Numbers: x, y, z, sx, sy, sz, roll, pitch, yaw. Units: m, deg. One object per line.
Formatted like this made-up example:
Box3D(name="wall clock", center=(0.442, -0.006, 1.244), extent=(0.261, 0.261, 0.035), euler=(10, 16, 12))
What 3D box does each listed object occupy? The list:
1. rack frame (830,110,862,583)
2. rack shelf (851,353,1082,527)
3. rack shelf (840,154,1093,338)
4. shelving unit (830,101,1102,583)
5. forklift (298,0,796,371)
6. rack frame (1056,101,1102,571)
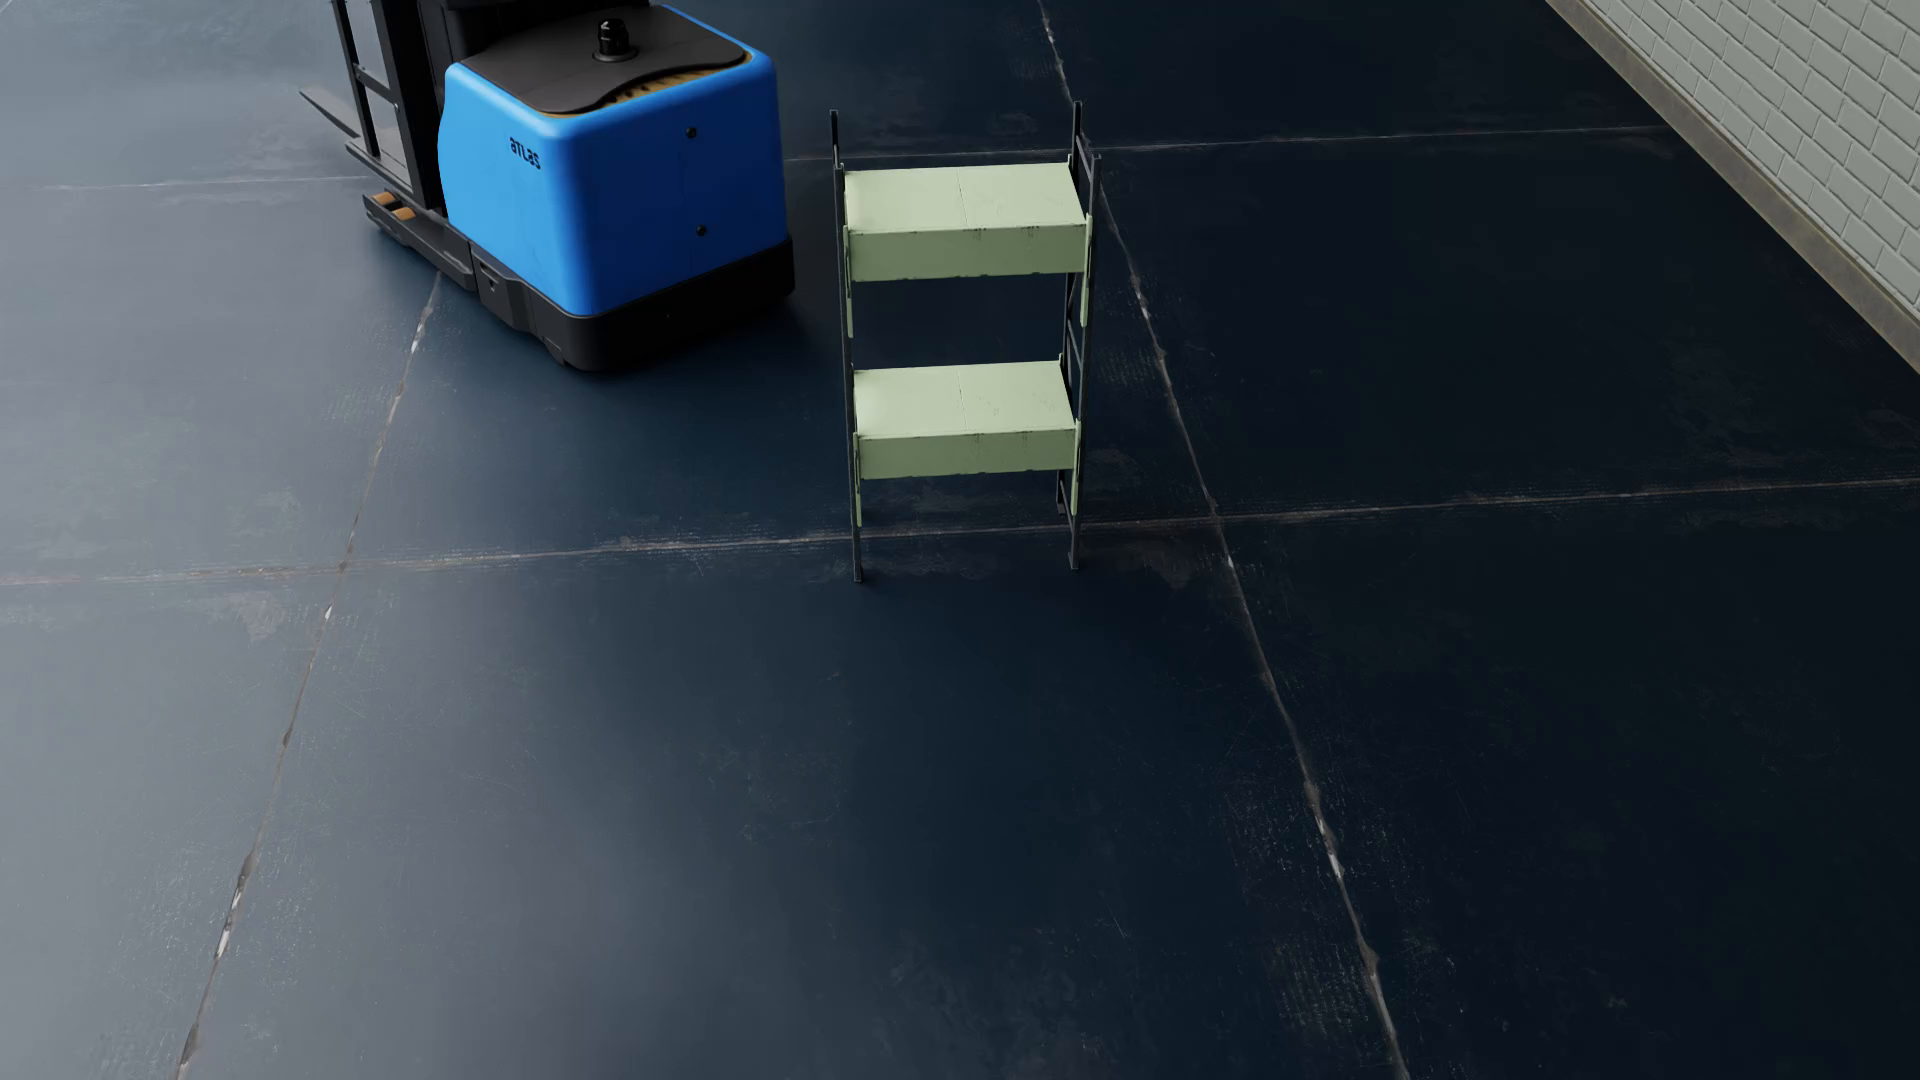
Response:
Box3D(name="rack frame", center=(-0.358, -0.569, 5.260), extent=(0.023, 1.500, 0.400), euler=(-3, 38, -4))
Box3D(name="rack shelf", center=(0.007, -0.333, 5.488), extent=(0.720, 0.370, 0.431), euler=(-3, 38, -4))
Box3D(name="rack shelf", center=(0.007, -0.896, 5.044), extent=(0.720, 0.370, 0.431), euler=(-3, 38, -4))
Box3D(name="shelving unit", center=(0.007, -0.589, 5.286), extent=(0.755, 1.500, 0.431), euler=(-3, 38, -4))
Box3D(name="forklift", center=(-2.034, -2.645, 6.736), extent=(1.130, 2.935, 3.031), euler=(-28, 46, -31))
Box3D(name="rack frame", center=(0.371, -0.609, 5.311), extent=(0.023, 1.500, 0.400), euler=(-3, 38, -4))
